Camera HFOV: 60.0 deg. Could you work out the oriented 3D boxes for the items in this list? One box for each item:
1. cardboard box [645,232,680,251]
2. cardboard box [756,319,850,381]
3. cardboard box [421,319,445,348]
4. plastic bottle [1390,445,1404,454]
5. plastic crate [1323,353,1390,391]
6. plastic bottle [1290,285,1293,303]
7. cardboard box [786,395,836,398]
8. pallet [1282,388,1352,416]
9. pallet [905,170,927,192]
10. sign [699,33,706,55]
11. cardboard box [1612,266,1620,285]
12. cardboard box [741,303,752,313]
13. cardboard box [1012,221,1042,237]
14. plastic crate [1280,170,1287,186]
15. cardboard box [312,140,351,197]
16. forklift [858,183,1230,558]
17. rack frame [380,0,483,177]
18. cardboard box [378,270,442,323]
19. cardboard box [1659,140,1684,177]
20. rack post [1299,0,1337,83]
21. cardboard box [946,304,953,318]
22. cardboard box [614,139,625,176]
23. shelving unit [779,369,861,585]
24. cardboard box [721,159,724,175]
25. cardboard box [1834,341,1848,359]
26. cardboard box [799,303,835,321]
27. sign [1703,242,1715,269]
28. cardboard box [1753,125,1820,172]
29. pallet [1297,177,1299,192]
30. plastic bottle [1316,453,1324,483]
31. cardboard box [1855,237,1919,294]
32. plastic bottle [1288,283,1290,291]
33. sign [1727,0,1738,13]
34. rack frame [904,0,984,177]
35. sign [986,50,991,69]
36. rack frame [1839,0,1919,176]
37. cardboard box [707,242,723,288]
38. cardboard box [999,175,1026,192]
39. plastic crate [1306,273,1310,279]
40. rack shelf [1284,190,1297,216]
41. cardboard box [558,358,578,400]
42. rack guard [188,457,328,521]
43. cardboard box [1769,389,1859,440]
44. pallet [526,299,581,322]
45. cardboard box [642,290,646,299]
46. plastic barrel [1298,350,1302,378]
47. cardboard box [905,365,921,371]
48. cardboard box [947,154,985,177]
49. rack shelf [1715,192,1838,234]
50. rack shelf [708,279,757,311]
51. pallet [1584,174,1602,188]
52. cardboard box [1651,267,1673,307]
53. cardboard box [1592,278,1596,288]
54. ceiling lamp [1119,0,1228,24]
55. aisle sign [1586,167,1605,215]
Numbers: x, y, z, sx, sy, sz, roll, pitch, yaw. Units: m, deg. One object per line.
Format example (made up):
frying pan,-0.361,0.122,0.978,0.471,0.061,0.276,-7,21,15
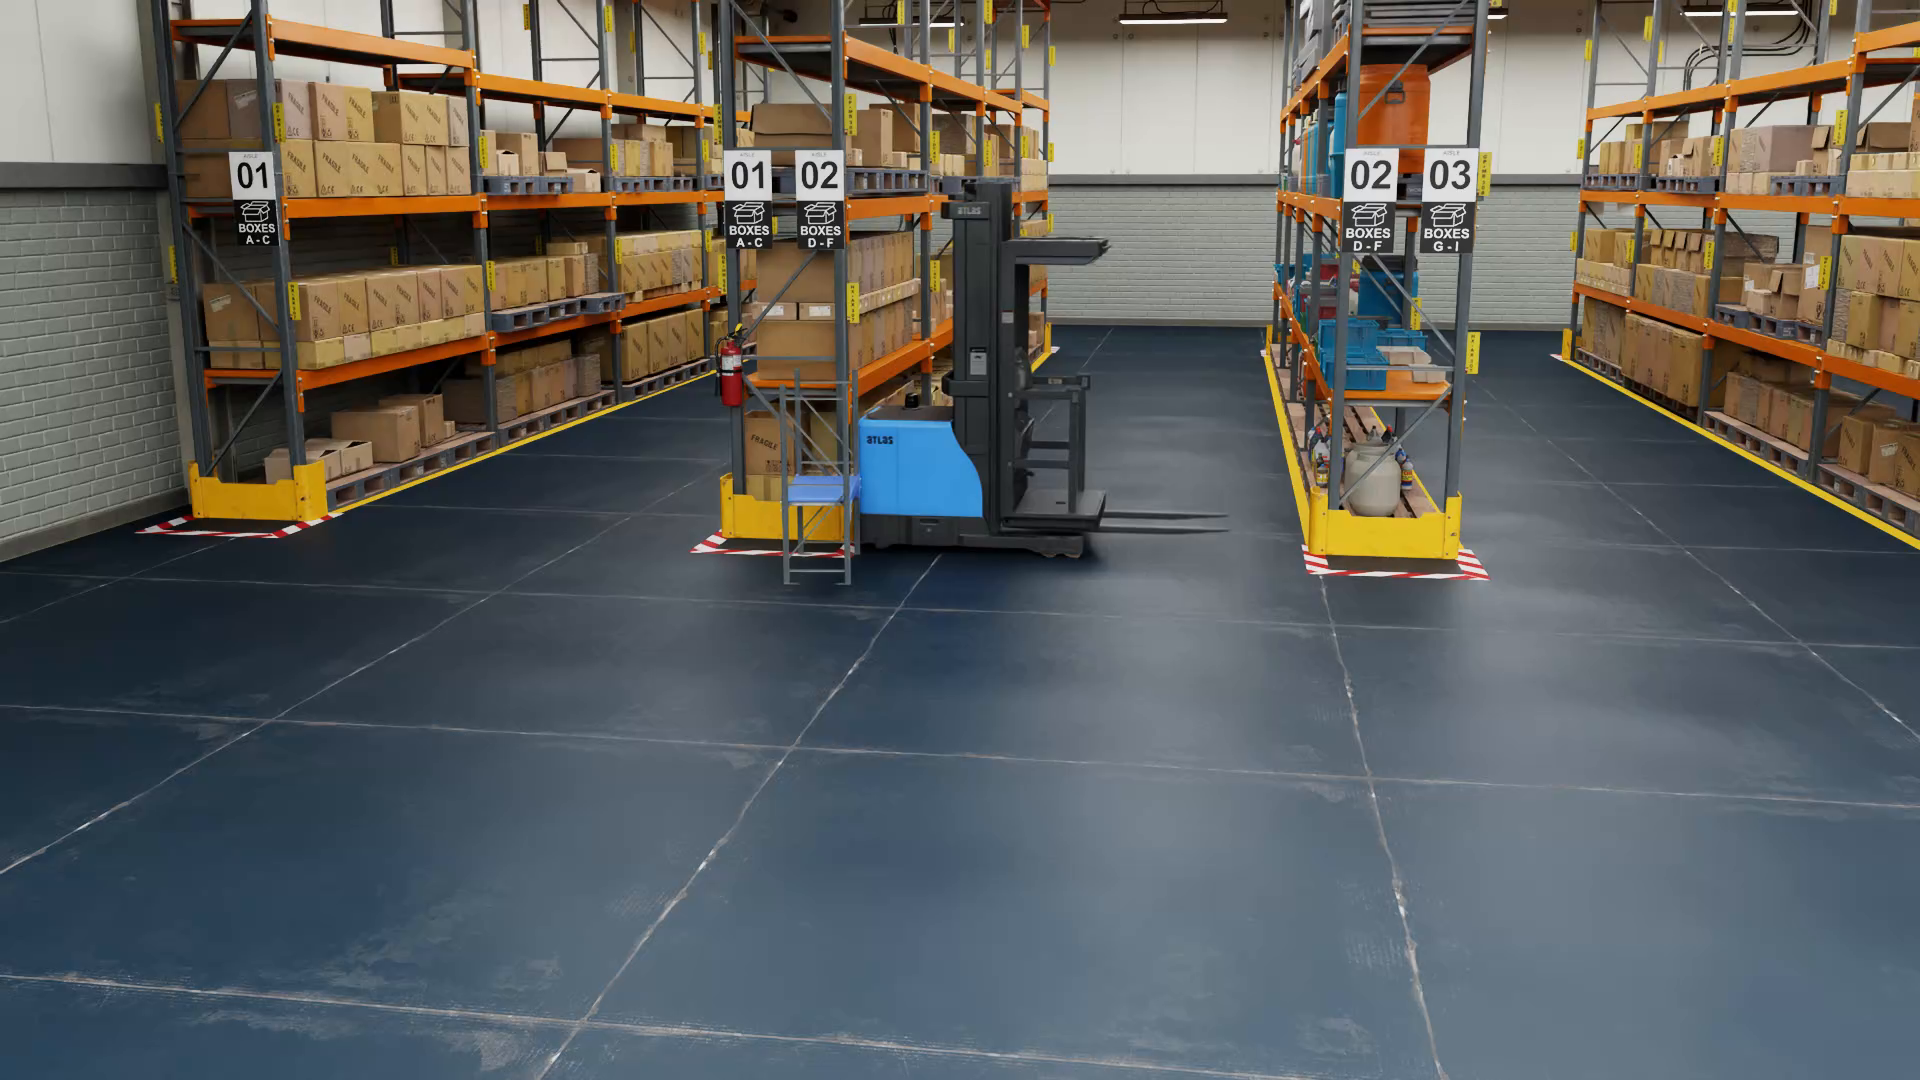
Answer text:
cardboard box,-4.463,-4.420,24.612,0.500,0.250,0.500,2,12,10
cardboard box,-1.343,-1.655,14.315,0.700,0.500,0.500,2,12,9
cardboard box,-5.628,-2.121,17.024,0.500,0.250,0.500,2,12,8
plastic bottle,4.159,-0.780,15.914,0.152,0.276,0.135,2,12,10
plastic crate,3.247,-1.389,13.673,0.499,0.251,0.616,2,12,9
plastic bottle,4.627,-3.423,22.875,0.144,0.351,0.185,2,12,9
cardboard box,-1.422,-1.171,16.057,0.500,0.500,0.500,2,12,9
pallet,4.776,-1.816,21.918,1.003,0.211,1.213,2,12,9
pallet,-0.918,-3.587,16.606,1.003,0.211,1.213,2,12,9
sign,-3.940,-7.580,25.400,0.100,0.325,0.005,2,12,9
cardboard box,10.091,-3.966,24.926,0.500,0.250,0.500,2,12,10
cardboard box,-3.750,-4.065,29.134,0.380,0.149,0.250,2,12,10
cardboard box,1.084,-5.063,27.755,0.500,0.500,0.500,2,12,10
plastic crate,5.420,-5.806,26.840,0.504,0.338,0.767,2,12,9
cardboard box,-5.907,-3.366,15.088,0.500,0.500,0.500,3,12,12
forklift,0.703,-1.406,13.561,3.031,2.935,1.130,2,12,8
rack frame,-5.708,-5.434,17.850,1.000,3.000,0.127,2,12,9
cardboard box,-5.634,-2.488,16.946,0.500,0.500,0.500,2,12,7
cardboard box,10.126,-5.285,23.043,0.700,0.500,0.500,2,12,10
rack post,4.299,-5.624,18.254,1.013,1.000,3.121,2,12,9
cardboard box,-0.063,-2.856,20.721,0.380,0.149,0.250,2,12,9
cardboard box,-5.045,-5.279,22.969,0.700,0.500,0.500,1,12,6
shelving unit,-1.063,-0.509,12.793,0.538,1.500,1.048,0,12,1
cardboard box,-4.018,-6.055,26.972,0.500,0.250,0.500,2,12,7
cardboard box,8.594,-1.811,15.872,0.380,0.149,0.250,2,12,9
cardboard box,-1.155,-1.950,14.145,0.380,0.149,0.250,2,12,8
sign,9.041,-3.436,20.070,0.100,0.325,0.005,2,12,9
cardboard box,9.112,-4.313,18.341,0.500,0.500,0.500,2,12,7
pallet,5.116,-4.818,22.556,1.003,0.211,1.213,2,12,9
plastic bottle,3.315,-0.657,15.324,0.061,0.283,0.133,2,12,10
cardboard box,8.579,-2.514,15.221,0.500,0.500,0.500,2,12,9
plastic bottle,4.763,-3.600,23.882,0.097,0.271,0.097,0,12,0
sign,9.041,-6.337,19.444,0.100,0.325,0.005,2,12,9
rack frame,-0.197,-6.107,20.972,1.000,3.000,0.127,2,12,9
sign,0.497,-8.286,28.675,0.100,0.325,0.005,2,12,9
rack frame,8.975,-4.953,15.616,1.000,3.000,0.127,2,12,9
cardboard box,-4.378,-4.426,26.699,0.980,0.700,0.700,2,12,10
cardboard box,0.737,-5.494,25.600,0.500,0.250,0.500,2,12,9
plastic crate,5.921,-4.344,27.512,0.396,0.136,0.243,2,12,9
rack shelf,5.004,-4.544,22.548,1.077,0.370,4.000,2,12,9
cardboard box,-5.346,-2.073,21.379,0.700,0.500,0.500,2,12,9
rack guard,-6.311,-0.463,14.955,1.175,0.500,0.348,2,12,9
cardboard box,9.269,-1.356,18.053,0.700,0.500,0.500,1,12,4
pallet,-5.357,-2.827,20.448,1.003,0.211,1.213,2,12,9
cardboard box,-4.693,-3.498,23.653,0.380,0.149,0.250,2,12,10
plastic barrel,4.927,-2.460,23.199,0.421,0.512,0.421,0,12,0
cardboard box,-0.721,-1.995,20.328,0.500,0.311,0.500,2,12,7
cardboard box,-0.164,-4.782,21.704,0.910,0.500,0.500,2,12,9
rack shelf,9.283,-3.551,17.939,1.077,0.370,4.000,2,12,9
rack shelf,-4.170,-4.232,28.217,1.077,0.370,4.000,2,12,9
pallet,10.717,-5.787,26.814,1.003,0.211,1.213,2,12,9
cardboard box,9.734,-3.438,22.589,0.500,0.500,0.500,2,12,7
cardboard box,10.245,-4.065,26.330,0.380,0.149,0.250,2,12,8
ceiling lamp,3.917,-11.103,30.298,2.000,3.185,0.800,2,12,9
aisle sign,10.535,-5.814,27.680,0.394,0.787,0.004,2,12,9
